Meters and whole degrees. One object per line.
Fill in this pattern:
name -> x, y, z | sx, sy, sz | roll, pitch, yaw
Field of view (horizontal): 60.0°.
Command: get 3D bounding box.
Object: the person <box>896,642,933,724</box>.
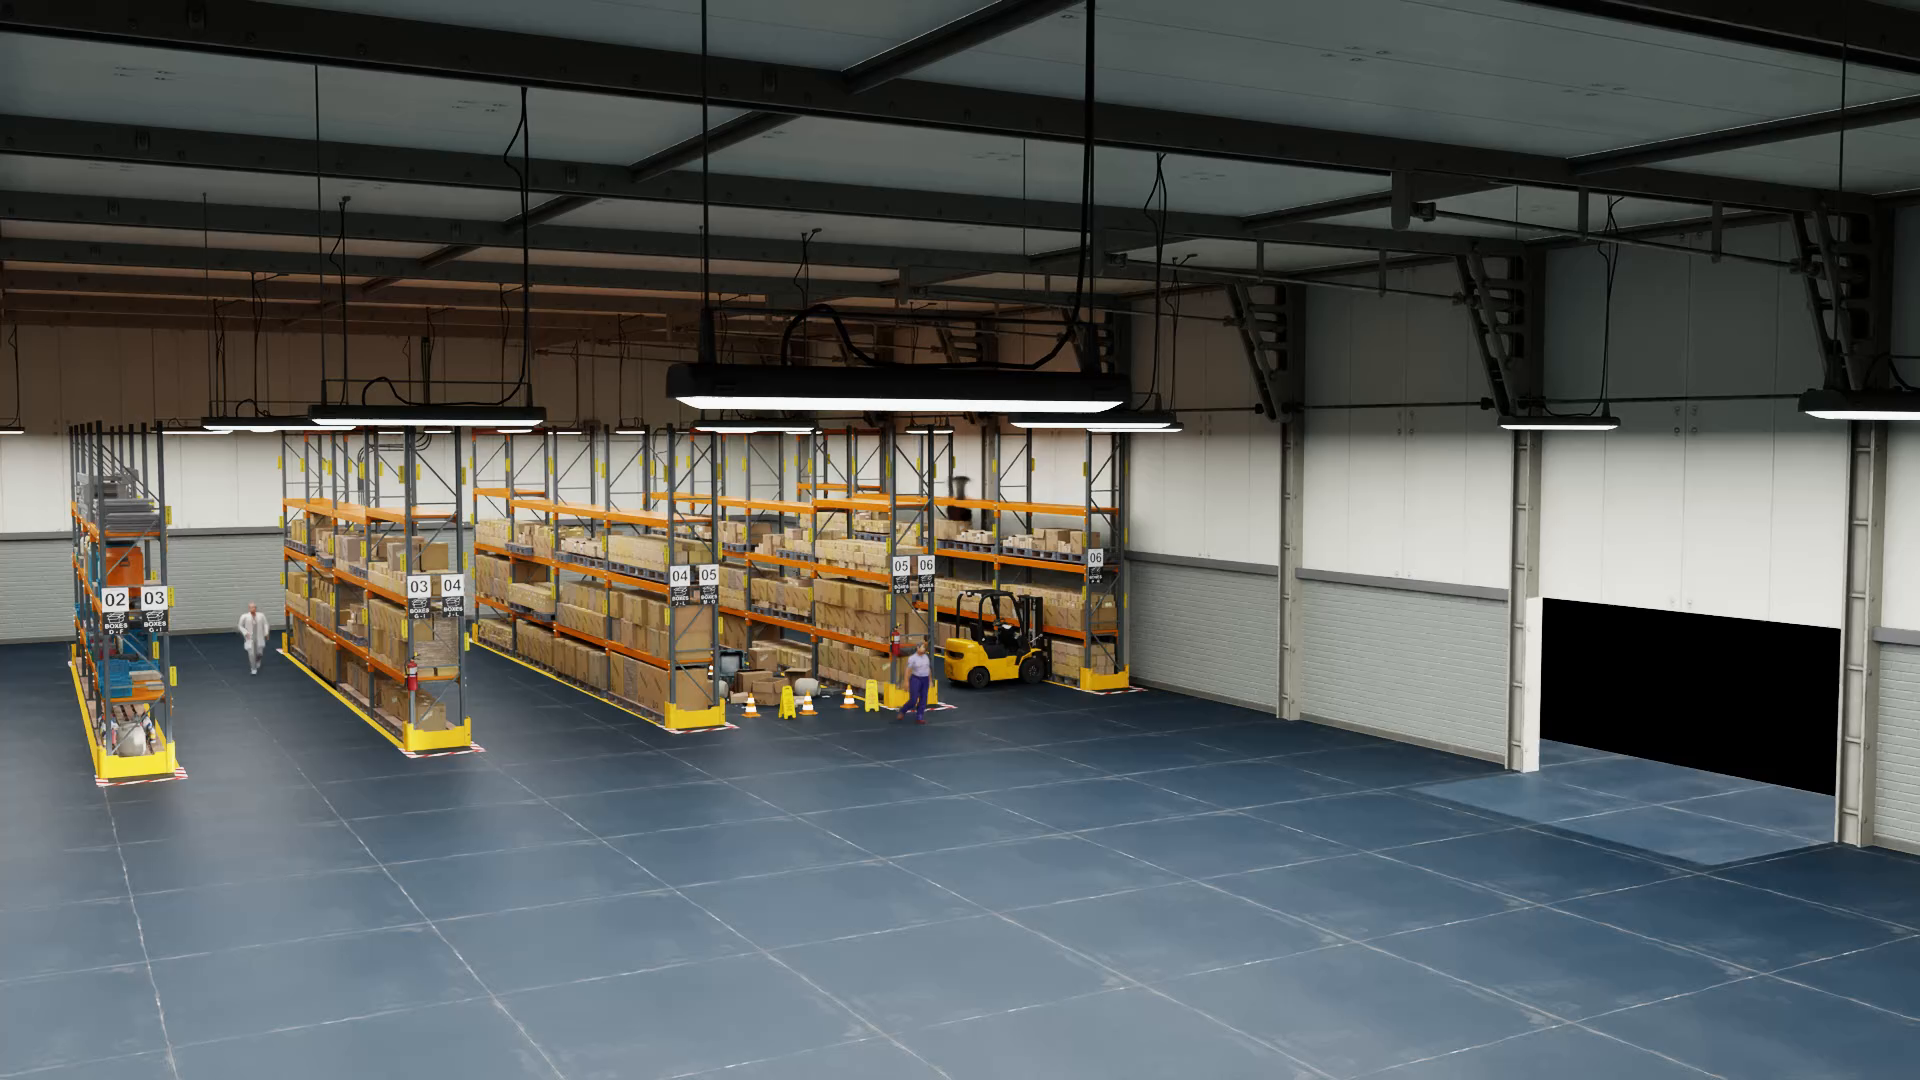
person -> -0.919, 2.857, 33.198 | 0.651, 1.625, 0.549 | -3, 5, -41

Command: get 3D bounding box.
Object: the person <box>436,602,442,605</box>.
person -> -14.556, 1.945, 46.962 | 0.649, 1.730, 0.575 | 0, 4, 1

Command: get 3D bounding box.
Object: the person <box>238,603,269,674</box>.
person -> -17.067, 2.383, 40.194 | 0.688, 1.724, 0.613 | -2, 4, -29
